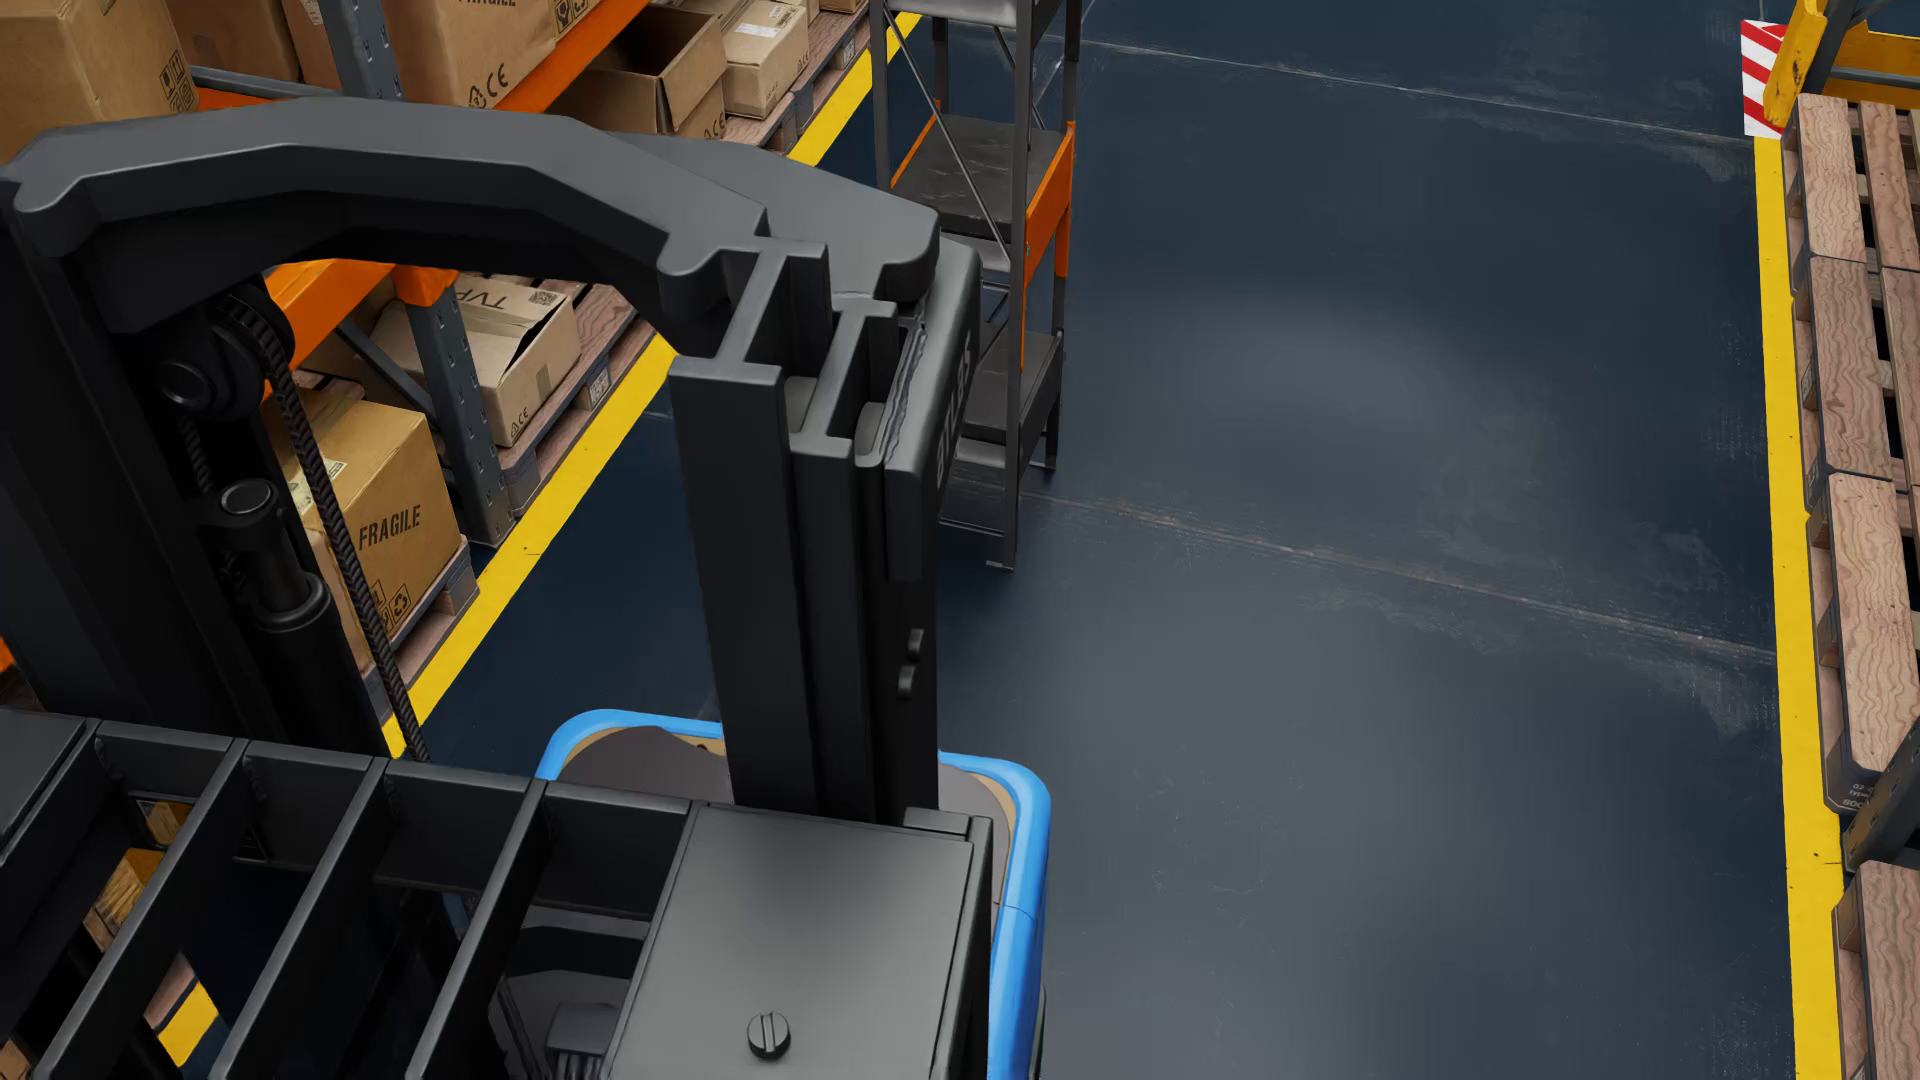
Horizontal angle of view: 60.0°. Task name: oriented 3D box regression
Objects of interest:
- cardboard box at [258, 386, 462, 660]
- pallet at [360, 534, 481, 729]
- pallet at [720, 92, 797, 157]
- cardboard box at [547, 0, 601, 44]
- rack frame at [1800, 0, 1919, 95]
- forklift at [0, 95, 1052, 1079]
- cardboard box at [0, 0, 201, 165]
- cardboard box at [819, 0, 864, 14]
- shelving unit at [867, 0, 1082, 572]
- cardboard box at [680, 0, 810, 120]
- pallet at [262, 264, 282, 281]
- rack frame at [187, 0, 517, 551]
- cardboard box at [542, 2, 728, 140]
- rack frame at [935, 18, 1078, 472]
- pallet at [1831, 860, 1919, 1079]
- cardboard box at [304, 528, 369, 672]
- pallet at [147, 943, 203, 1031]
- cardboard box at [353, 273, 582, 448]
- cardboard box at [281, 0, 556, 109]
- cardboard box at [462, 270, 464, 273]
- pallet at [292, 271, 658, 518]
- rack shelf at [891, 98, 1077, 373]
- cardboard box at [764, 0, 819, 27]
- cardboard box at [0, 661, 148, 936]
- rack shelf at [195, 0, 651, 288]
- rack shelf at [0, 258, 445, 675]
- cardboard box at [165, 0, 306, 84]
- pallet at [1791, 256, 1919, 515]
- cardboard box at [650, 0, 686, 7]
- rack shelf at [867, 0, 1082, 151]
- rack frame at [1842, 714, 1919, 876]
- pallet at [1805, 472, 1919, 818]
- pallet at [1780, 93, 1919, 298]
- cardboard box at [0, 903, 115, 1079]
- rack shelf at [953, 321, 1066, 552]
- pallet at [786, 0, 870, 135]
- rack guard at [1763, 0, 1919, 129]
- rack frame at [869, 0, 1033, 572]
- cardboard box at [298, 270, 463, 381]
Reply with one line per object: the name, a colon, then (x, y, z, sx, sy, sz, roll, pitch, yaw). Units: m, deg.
cardboard box: (-1.784, -0.059, 4.639, 0.500, 0.500, 0.500, 12, 46, 12)
pallet: (-2.118, 0.362, 4.729, 1.003, 0.211, 1.213, 13, 46, 13)
pallet: (-1.331, -1.462, 6.593, 1.003, 0.211, 1.213, 13, 46, 13)
cardboard box: (-1.341, -1.845, 4.919, 0.500, 0.500, 0.500, 13, 46, 13)
rack frame: (4.024, -2.800, 5.966, 1.000, 3.000, 0.127, 13, 46, 13)
forklift: (-0.554, 1.125, 2.005, 1.130, 2.935, 3.031, 7, 45, 7)
cardboard box: (-2.264, -1.102, 3.860, 0.700, 0.500, 0.500, -1, 44, -1)
cardboard box: (-0.626, -2.701, 7.338, 0.500, 0.500, 0.500, 13, 46, 13)
shelving unit: (0.050, -0.861, 4.628, 0.431, 2.100, 0.503, 13, 46, 13)
cardboard box: (-0.942, -1.984, 6.785, 0.500, 0.250, 0.500, 13, 46, 13)
pallet: (-2.253, -0.607, 3.863, 1.003, 0.211, 1.213, 13, 46, 13)
rack frame: (-1.907, -1.185, 4.316, 1.000, 3.000, 0.127, 13, 46, 13)
cardboard box: (-1.343, -1.703, 6.316, 0.797, 0.503, 0.637, 13, 46, 13)
rack frame: (0.124, -1.023, 4.795, 0.400, 2.100, 0.015, 13, 46, 13)
pallet: (2.539, 1.369, 3.700, 1.003, 0.211, 1.213, 13, 46, 13)
cardboard box: (-1.941, 0.268, 4.304, 0.500, 0.500, 0.500, 13, 46, 13)
pallet: (-2.485, 1.178, 3.896, 1.003, 0.211, 1.213, 13, 46, 13)
cardboard box: (-1.574, -0.615, 5.342, 0.500, 0.311, 0.500, 13, 46, 13)
cardboard box: (-1.493, -1.503, 4.570, 0.500, 0.500, 0.500, 14, 46, 14)
cardboard box: (-1.949, -1.026, 5.877, 0.380, 0.149, 0.250, 13, 46, 13)
pallet: (-1.698, -0.646, 5.759, 1.003, 0.211, 1.213, 13, 46, 13)
rack shelf: (0.050, -0.851, 4.638, 0.431, 0.518, 0.480, 13, 46, 13)
cardboard box: (-0.834, -2.330, 7.198, 0.380, 0.166, 0.250, 13, 46, 13)
cardboard box: (-2.094, 0.603, 3.962, 0.500, 0.500, 0.500, 13, 46, 13)
rack shelf: (-1.302, -2.261, 5.930, 1.077, 0.370, 4.000, 13, 46, 13)
rack shelf: (-2.513, 0.405, 3.206, 1.077, 0.370, 4.000, 13, 46, 13)
cardboard box: (-2.000, -1.608, 4.677, 0.500, 0.500, 0.500, 13, 46, 13)
pallet: (3.366, -0.451, 5.560, 1.003, 0.211, 1.213, 13, 46, 13)
cardboard box: (-1.434, -2.057, 6.859, 0.500, 0.250, 0.500, 13, 46, 13)
rack shelf: (0.050, -1.351, 4.148, 0.431, 0.518, 0.480, 13, 46, 13)
rack frame: (2.812, -0.133, 3.242, 1.000, 3.000, 0.127, 13, 46, 13)
pallet: (2.998, 0.365, 4.726, 1.003, 0.211, 1.213, 13, 46, 13)
pallet: (3.737, -1.262, 6.388, 1.003, 0.211, 1.213, 13, 46, 13)
cardboard box: (-2.245, 0.942, 3.615, 0.500, 0.500, 0.500, 11, 45, 11)
rack shelf: (0.050, -0.351, 5.128, 0.431, 0.518, 0.480, 13, 46, 13)
pallet: (-0.960, -2.272, 7.421, 1.003, 0.211, 1.213, 13, 46, 13)
rack guard: (4.019, -1.925, 6.860, 1.175, 0.500, 0.348, 13, 46, 13)
rack frame: (-0.024, -0.698, 4.462, 0.400, 2.100, 0.015, 13, 46, 13)
cardboard box: (-2.005, -0.889, 5.486, 0.500, 0.500, 0.500, 13, 46, 13)
